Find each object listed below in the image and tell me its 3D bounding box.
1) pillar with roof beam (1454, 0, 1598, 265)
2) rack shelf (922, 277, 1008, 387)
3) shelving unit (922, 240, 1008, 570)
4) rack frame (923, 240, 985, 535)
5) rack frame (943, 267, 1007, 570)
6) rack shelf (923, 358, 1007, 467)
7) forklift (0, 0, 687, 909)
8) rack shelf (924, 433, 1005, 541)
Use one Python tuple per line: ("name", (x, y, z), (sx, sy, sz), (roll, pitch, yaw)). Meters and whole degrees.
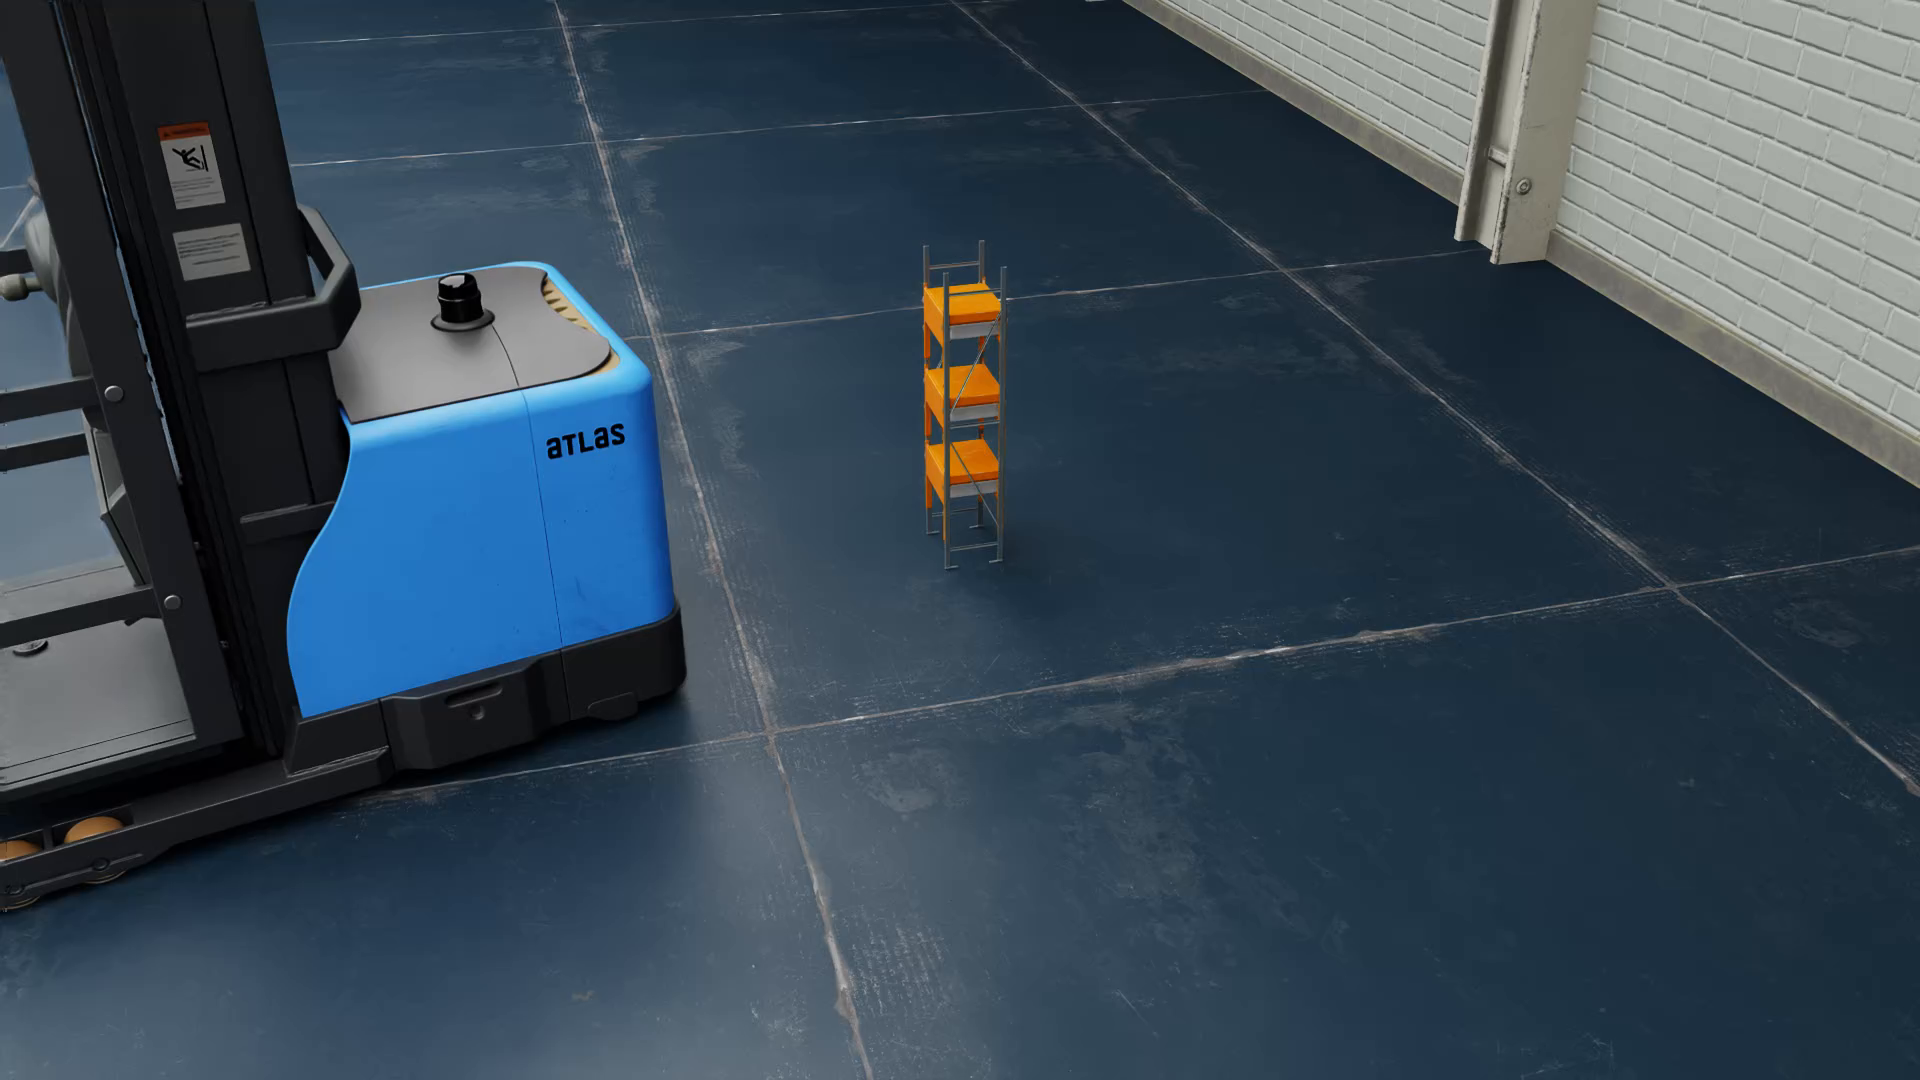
("pillar with roof beam", (-1.461, -4.773, 5.013), (9.100, 9.000, 0.400), (-8, 31, -13))
("rack shelf", (0.014, -0.665, 5.306), (0.215, 0.259, 0.240), (-8, 31, -13))
("shelving unit", (0.014, -0.429, 5.442), (0.215, 1.050, 0.252), (-8, 31, -13))
("rack frame", (-0.018, -0.487, 5.544), (0.200, 1.050, 0.008), (-8, 31, -13))
("rack frame", (0.047, -0.370, 5.341), (0.200, 1.050, 0.008), (-8, 31, -13))
("rack shelf", (0.014, -0.419, 5.448), (0.215, 0.259, 0.240), (-8, 31, -13))
("forklift", (-2.352, -0.651, 3.948), (3.031, 2.935, 1.130), (-15, 33, -24))
("rack shelf", (0.014, -0.179, 5.587), (0.215, 0.259, 0.240), (-8, 31, -13))
